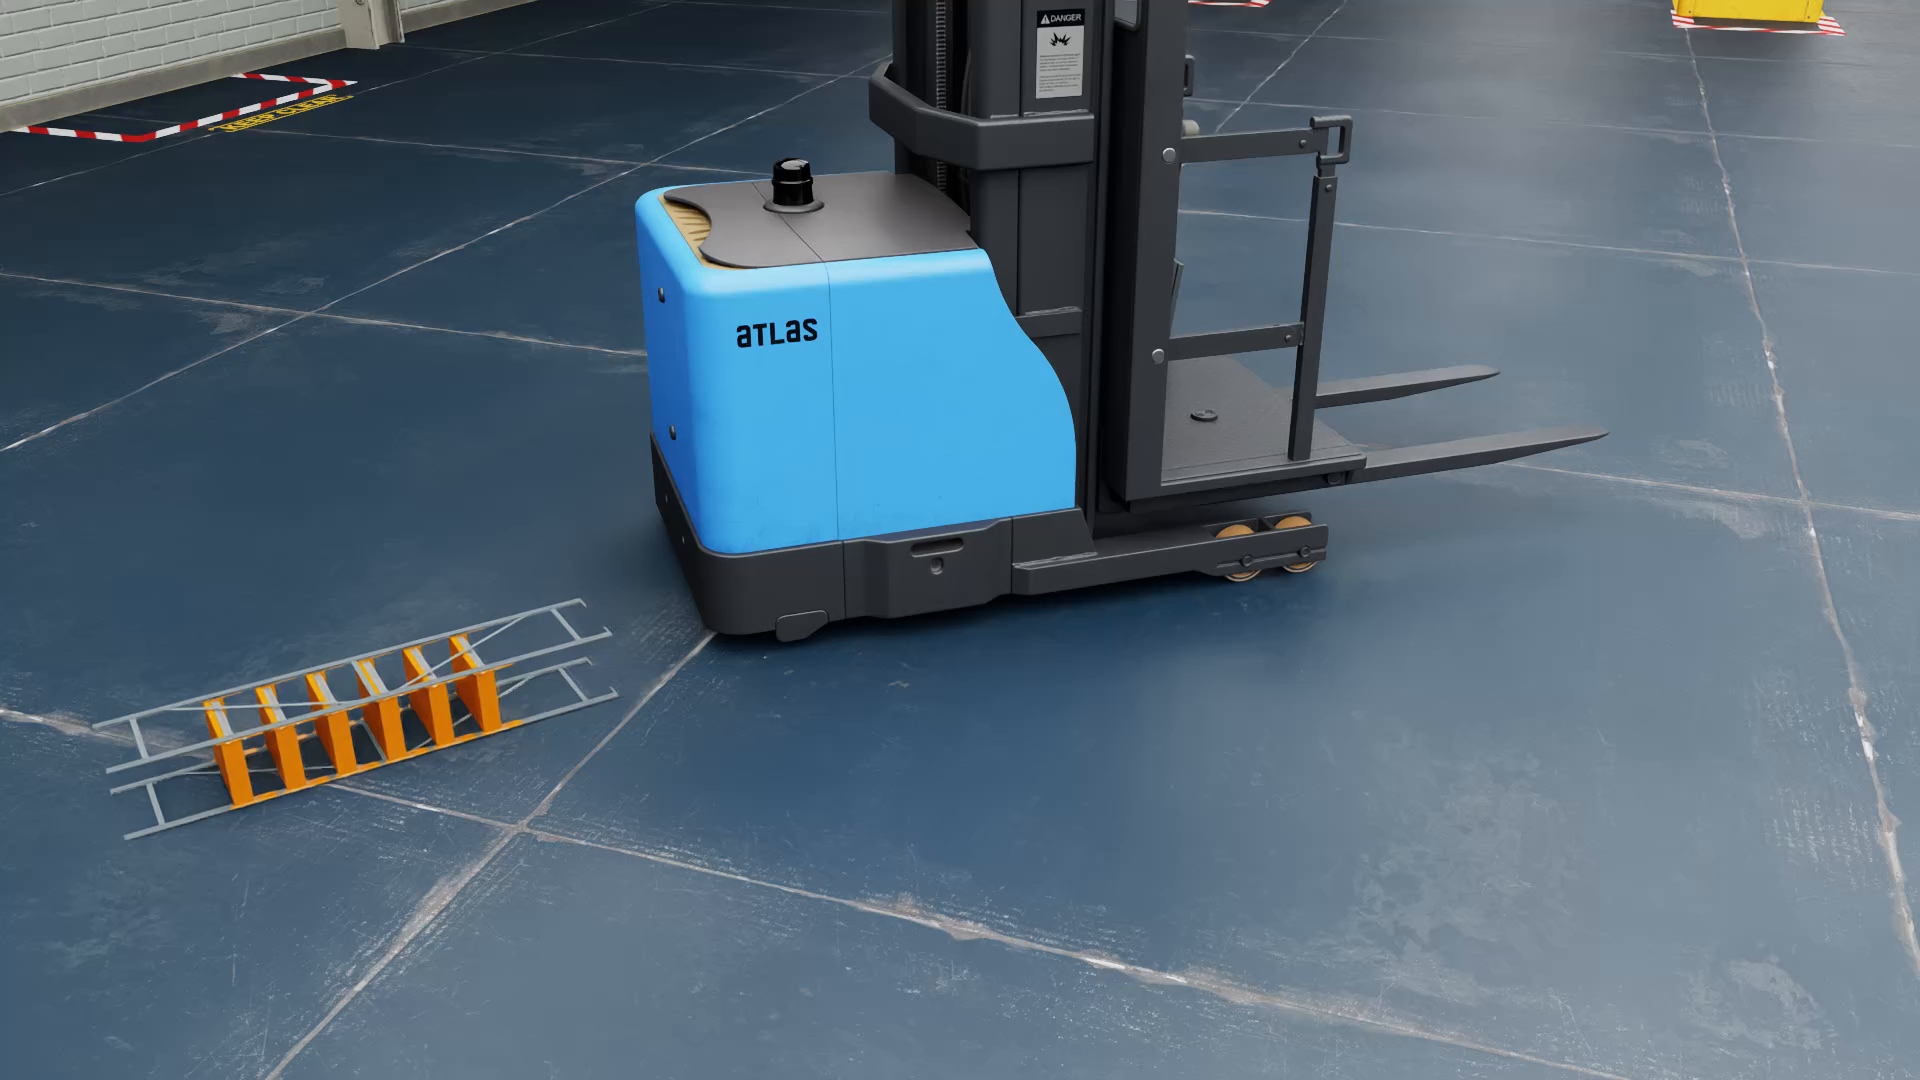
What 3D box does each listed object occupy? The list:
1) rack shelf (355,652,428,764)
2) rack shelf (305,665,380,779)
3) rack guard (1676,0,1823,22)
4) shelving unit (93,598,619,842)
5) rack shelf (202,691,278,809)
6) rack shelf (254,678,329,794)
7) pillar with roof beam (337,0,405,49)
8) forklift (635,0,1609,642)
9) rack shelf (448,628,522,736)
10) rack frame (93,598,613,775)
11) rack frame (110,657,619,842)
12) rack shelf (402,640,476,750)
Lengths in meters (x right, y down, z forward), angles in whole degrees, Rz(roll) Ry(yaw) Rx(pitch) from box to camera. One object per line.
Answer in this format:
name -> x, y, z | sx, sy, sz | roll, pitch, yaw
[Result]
rack shelf -> -1.433, 0.414, 4.173 | 0.103, 0.180, 0.258 | -15, 30, -29
rack shelf -> -1.535, 0.442, 4.115 | 0.103, 0.180, 0.258 | -15, 30, -29
rack guard -> 7.096, -4.949, 14.898 | 1.175, 0.500, 0.348 | 9, 27, 17
shelving unit -> -1.471, 0.424, 4.152 | 1.200, 0.189, 0.258 | -15, 30, -29
rack shelf -> -1.738, 0.497, 4.000 | 0.103, 0.180, 0.258 | -15, 30, -29
rack shelf -> -1.637, 0.470, 4.058 | 0.103, 0.180, 0.258 | -15, 30, -29
pillar with roof beam -> -0.747, -7.496, 10.406 | 9.100, 9.000, 0.400 | 9, 27, 17
forklift -> 0.597, -1.405, 4.788 | 3.031, 2.935, 1.130 | -8, 27, -16
rack shelf -> -1.230, 0.358, 4.288 | 0.103, 0.180, 0.258 | -15, 30, -29
rack frame -> -1.471, 0.342, 4.112 | 1.200, 0.006, 0.240 | -15, 30, -29
rack frame -> -1.471, 0.507, 4.192 | 1.200, 0.006, 0.240 | -15, 30, -29
rack shelf -> -1.332, 0.386, 4.230 | 0.103, 0.180, 0.258 | -15, 30, -29
